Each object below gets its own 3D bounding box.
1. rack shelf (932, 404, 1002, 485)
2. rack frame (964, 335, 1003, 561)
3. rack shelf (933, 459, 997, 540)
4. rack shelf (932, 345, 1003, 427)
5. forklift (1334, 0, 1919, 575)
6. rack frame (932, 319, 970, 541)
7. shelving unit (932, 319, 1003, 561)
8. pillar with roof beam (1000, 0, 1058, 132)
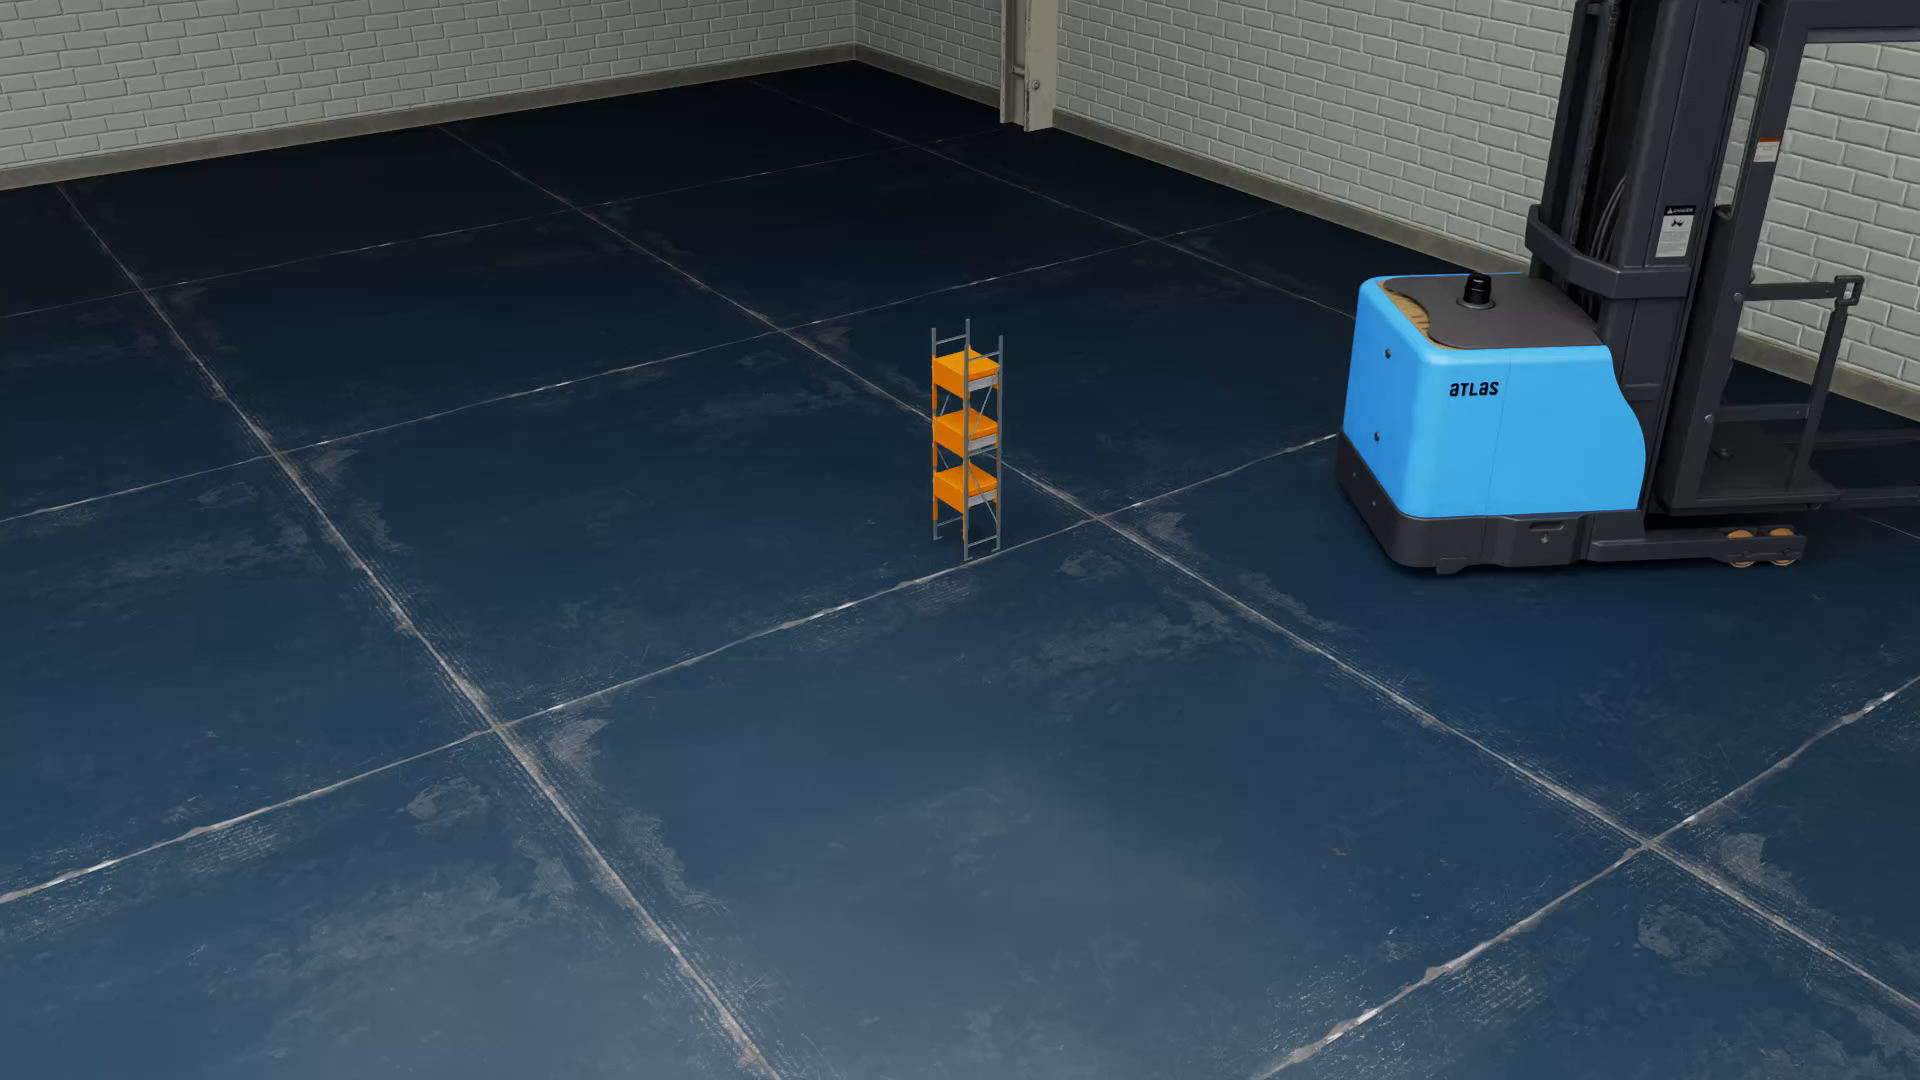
[{"bbox_3d":[0.031,-0.431,7.466,0.215,0.259,0.240,-19,34,-31],"label":"rack shelf"},{"bbox_3d":[0.102,-0.393,7.374,0.200,1.050,0.008,-19,34,-31],"label":"rack frame"},{"bbox_3d":[0.031,-0.187,7.599,0.215,0.259,0.240,-19,34,-31],"label":"rack shelf"},{"bbox_3d":[0.031,-0.681,7.331,0.215,0.259,0.240,-19,34,-31],"label":"rack shelf"},{"bbox_3d":[3.395,-1.413,7.281,3.031,2.935,1.130,-3,29,-5],"label":"forklift"},{"bbox_3d":[-0.040,-0.488,7.548,0.200,1.050,0.008,-19,34,-31],"label":"rack frame"},{"bbox_3d":[0.031,-0.441,7.461,0.215,1.050,0.252,-19,34,-31],"label":"shelving unit"},{"bbox_3d":[-2.925,-6.357,10.026,9.100,9.000,0.400,-19,34,-31],"label":"pillar with roof beam"}]
